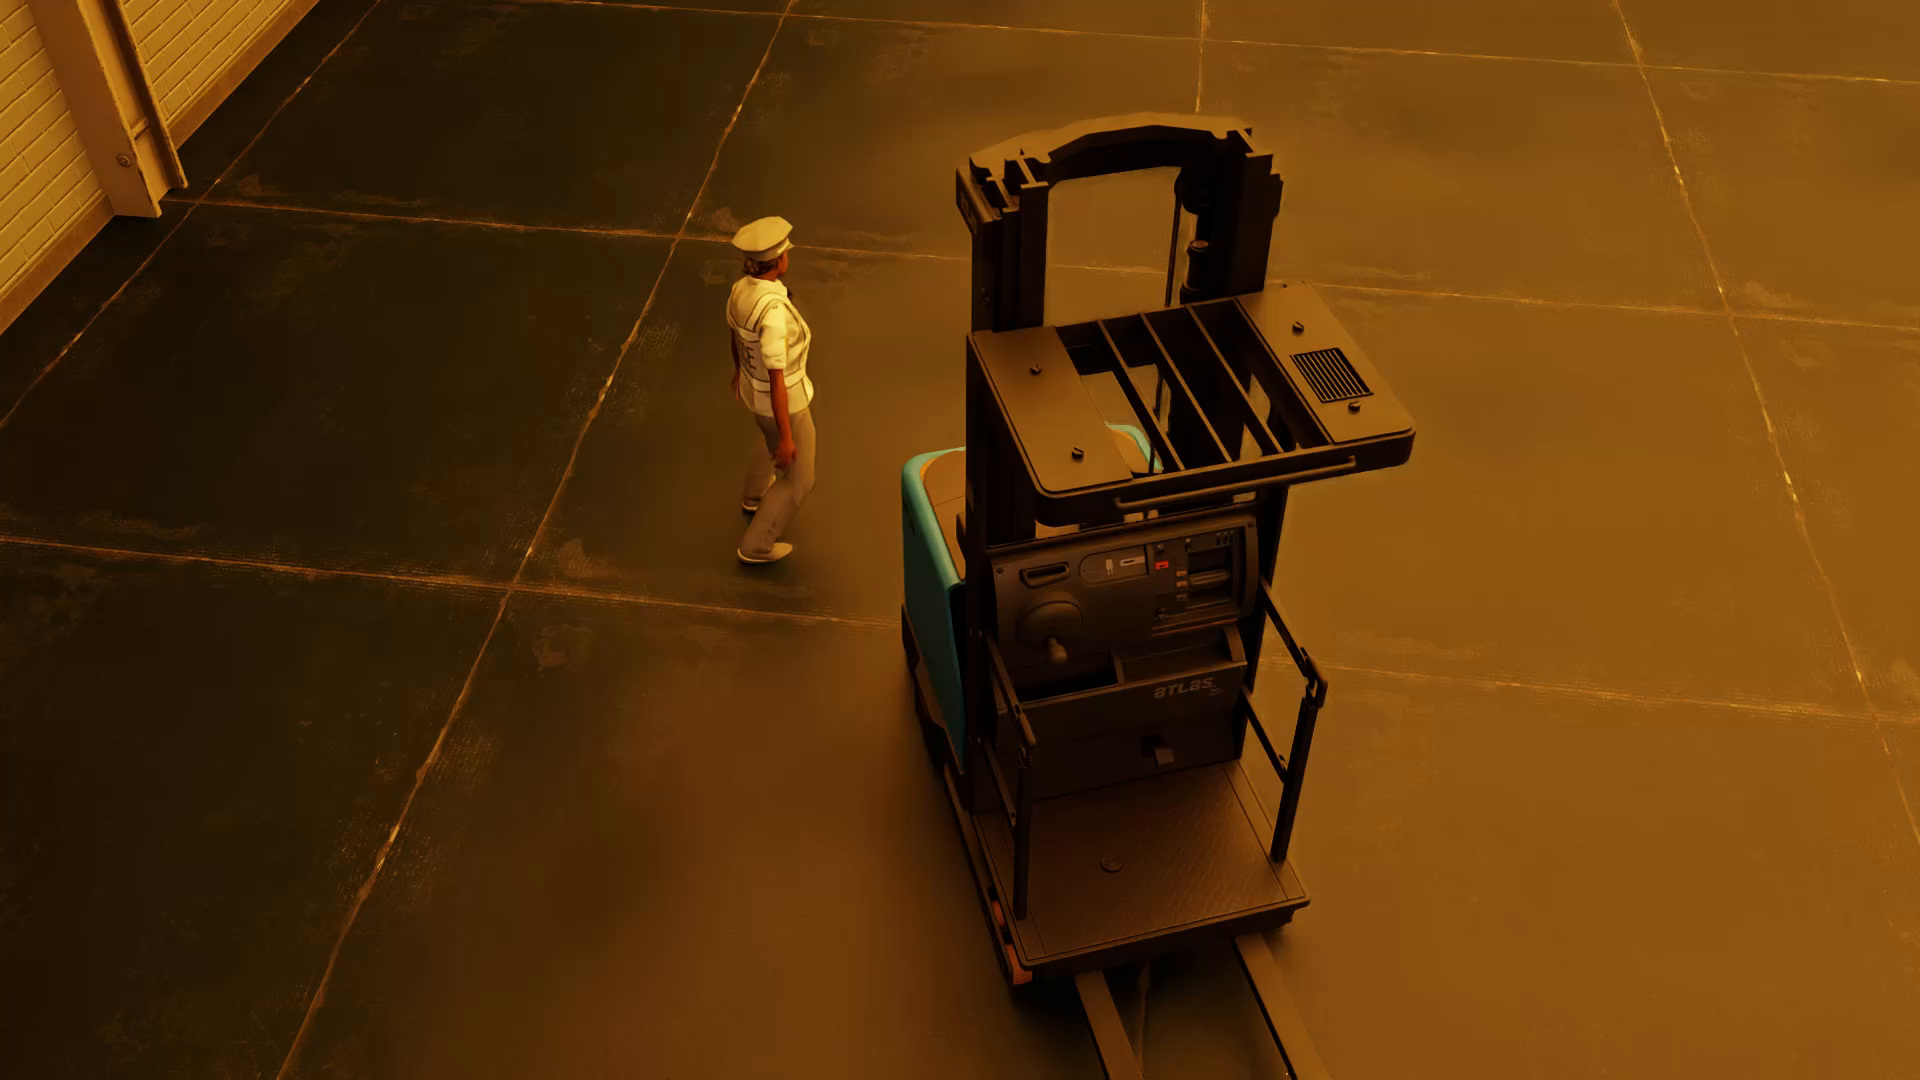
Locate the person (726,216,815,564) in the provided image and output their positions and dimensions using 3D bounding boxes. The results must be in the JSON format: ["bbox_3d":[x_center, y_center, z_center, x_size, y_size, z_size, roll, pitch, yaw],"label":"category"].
[{"bbox_3d":[-0.877,-0.611,7.418,0.464,1.640,0.818,-16,45,-17],"label":"person"}]

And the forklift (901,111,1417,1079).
[{"bbox_3d":[0.619,0.256,5.446,1.130,2.935,3.031,-10,44,-11],"label":"forklift"}]
